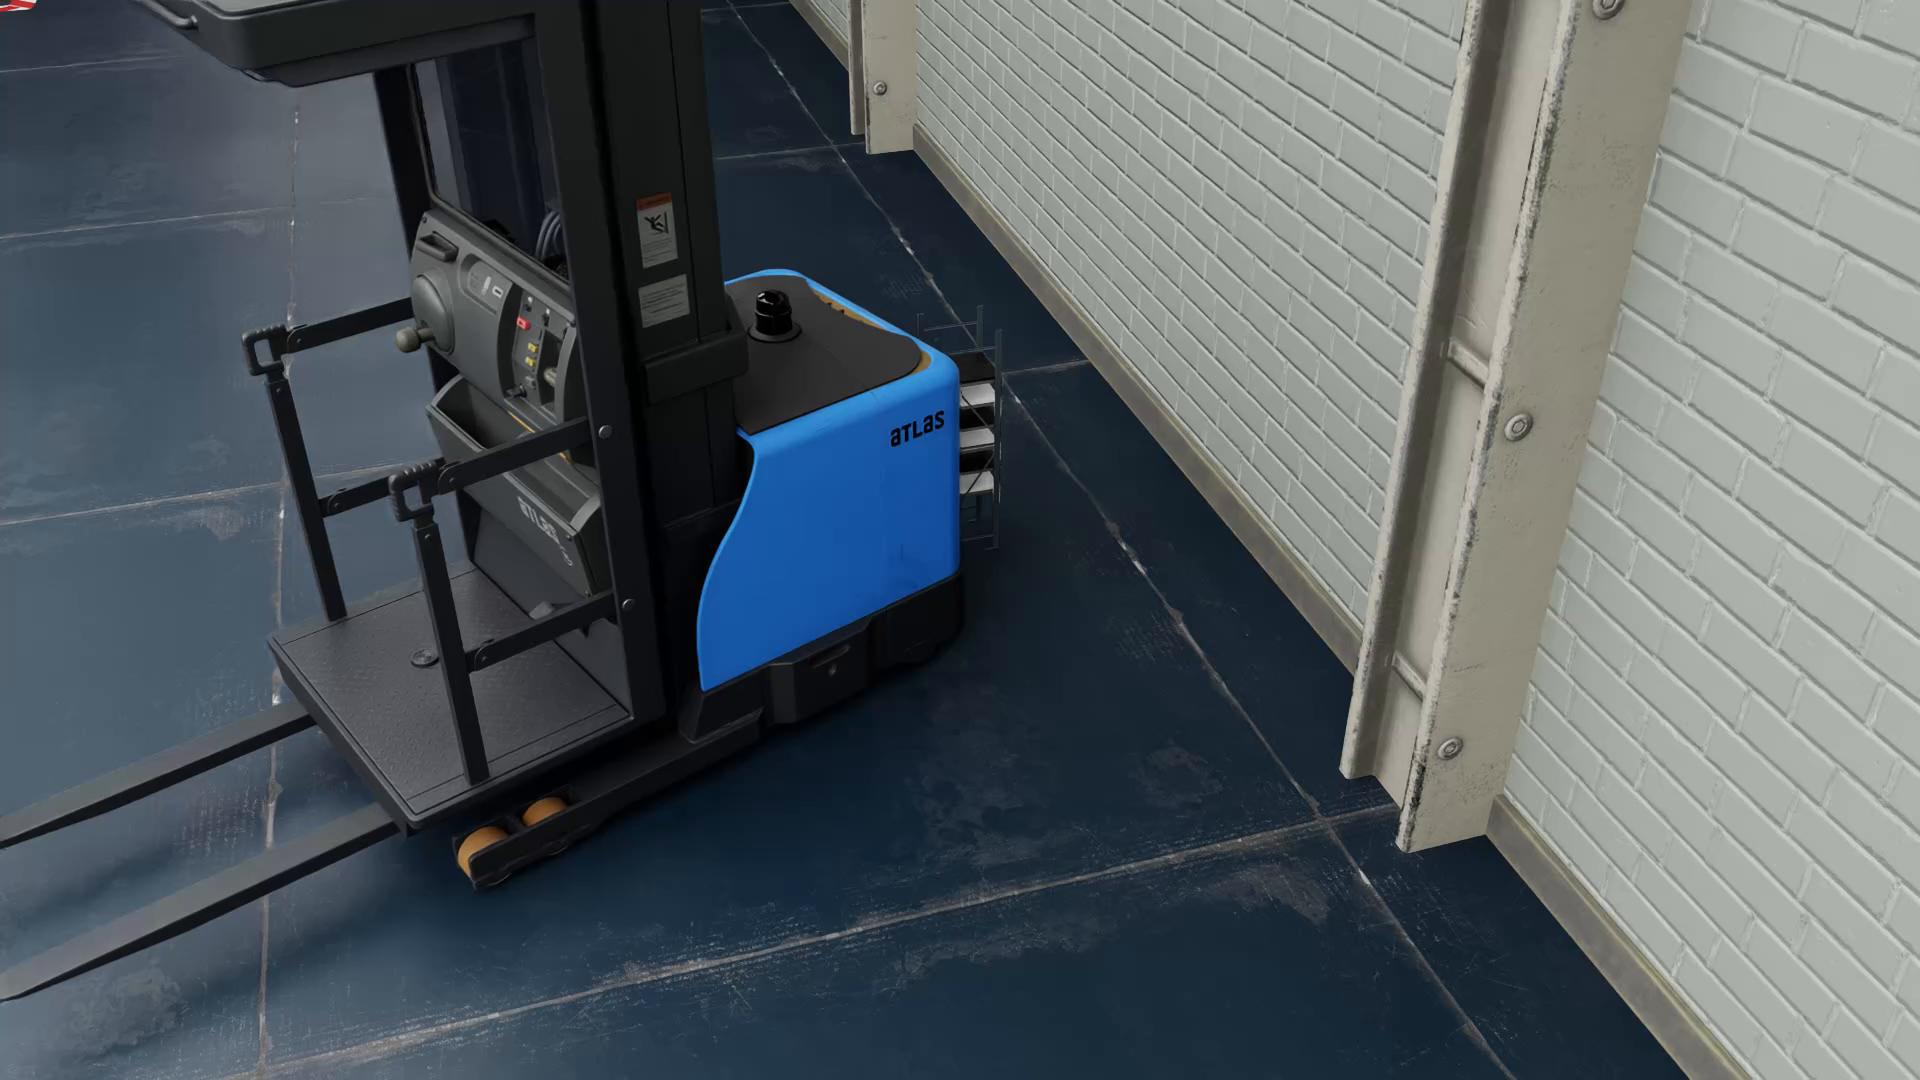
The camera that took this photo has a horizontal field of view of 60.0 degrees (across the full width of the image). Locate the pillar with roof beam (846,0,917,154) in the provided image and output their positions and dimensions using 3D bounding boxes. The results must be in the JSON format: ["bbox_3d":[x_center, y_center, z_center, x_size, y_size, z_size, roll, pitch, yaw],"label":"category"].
[{"bbox_3d":[-4.545,-5.394,6.250,9.100,9.000,0.400,-10,35,-15],"label":"pillar with roof beam"}]

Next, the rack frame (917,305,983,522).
[{"bbox_3d":[-0.033,-0.433,6.089,0.240,0.900,0.006,-10,35,-15],"label":"rack frame"}]

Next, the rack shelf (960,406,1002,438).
[{"bbox_3d":[-0.002,-0.427,5.977,0.258,0.077,0.200,-10,35,-15],"label":"rack shelf"}]

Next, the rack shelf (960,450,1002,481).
[{"bbox_3d":[-0.002,-0.277,6.076,0.258,0.077,0.200,-10,35,-15],"label":"rack shelf"}]

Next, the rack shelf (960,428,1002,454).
[{"bbox_3d":[-0.002,-0.352,6.027,0.258,0.077,0.200,-10,35,-15],"label":"rack shelf"}]

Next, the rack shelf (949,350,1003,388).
[{"bbox_3d":[-0.002,-0.577,5.878,0.258,0.077,0.200,-10,35,-15],"label":"rack shelf"}]

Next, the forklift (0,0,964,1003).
[{"bbox_3d":[-1.444,-0.565,4.446,3.031,2.935,1.130,-25,41,-32],"label":"forklift"}]

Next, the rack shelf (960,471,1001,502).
[{"bbox_3d":[-0.002,-0.202,6.126,0.258,0.077,0.200,-10,35,-15],"label":"rack shelf"}]

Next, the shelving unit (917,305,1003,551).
[{"bbox_3d":[-0.002,-0.380,6.008,0.258,0.900,0.210,-10,35,-15],"label":"shelving unit"}]

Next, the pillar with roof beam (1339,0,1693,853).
[{"bbox_3d":[-2.715,-2.243,1.482,9.100,9.000,0.400,-10,35,-15],"label":"pillar with roof beam"}]

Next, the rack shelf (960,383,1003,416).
[{"bbox_3d":[-0.002,-0.502,5.928,0.258,0.077,0.200,-10,35,-15],"label":"rack shelf"}]

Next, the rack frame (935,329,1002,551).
[{"bbox_3d":[0.029,-0.326,5.928,0.240,0.900,0.006,-10,35,-15],"label":"rack frame"}]
